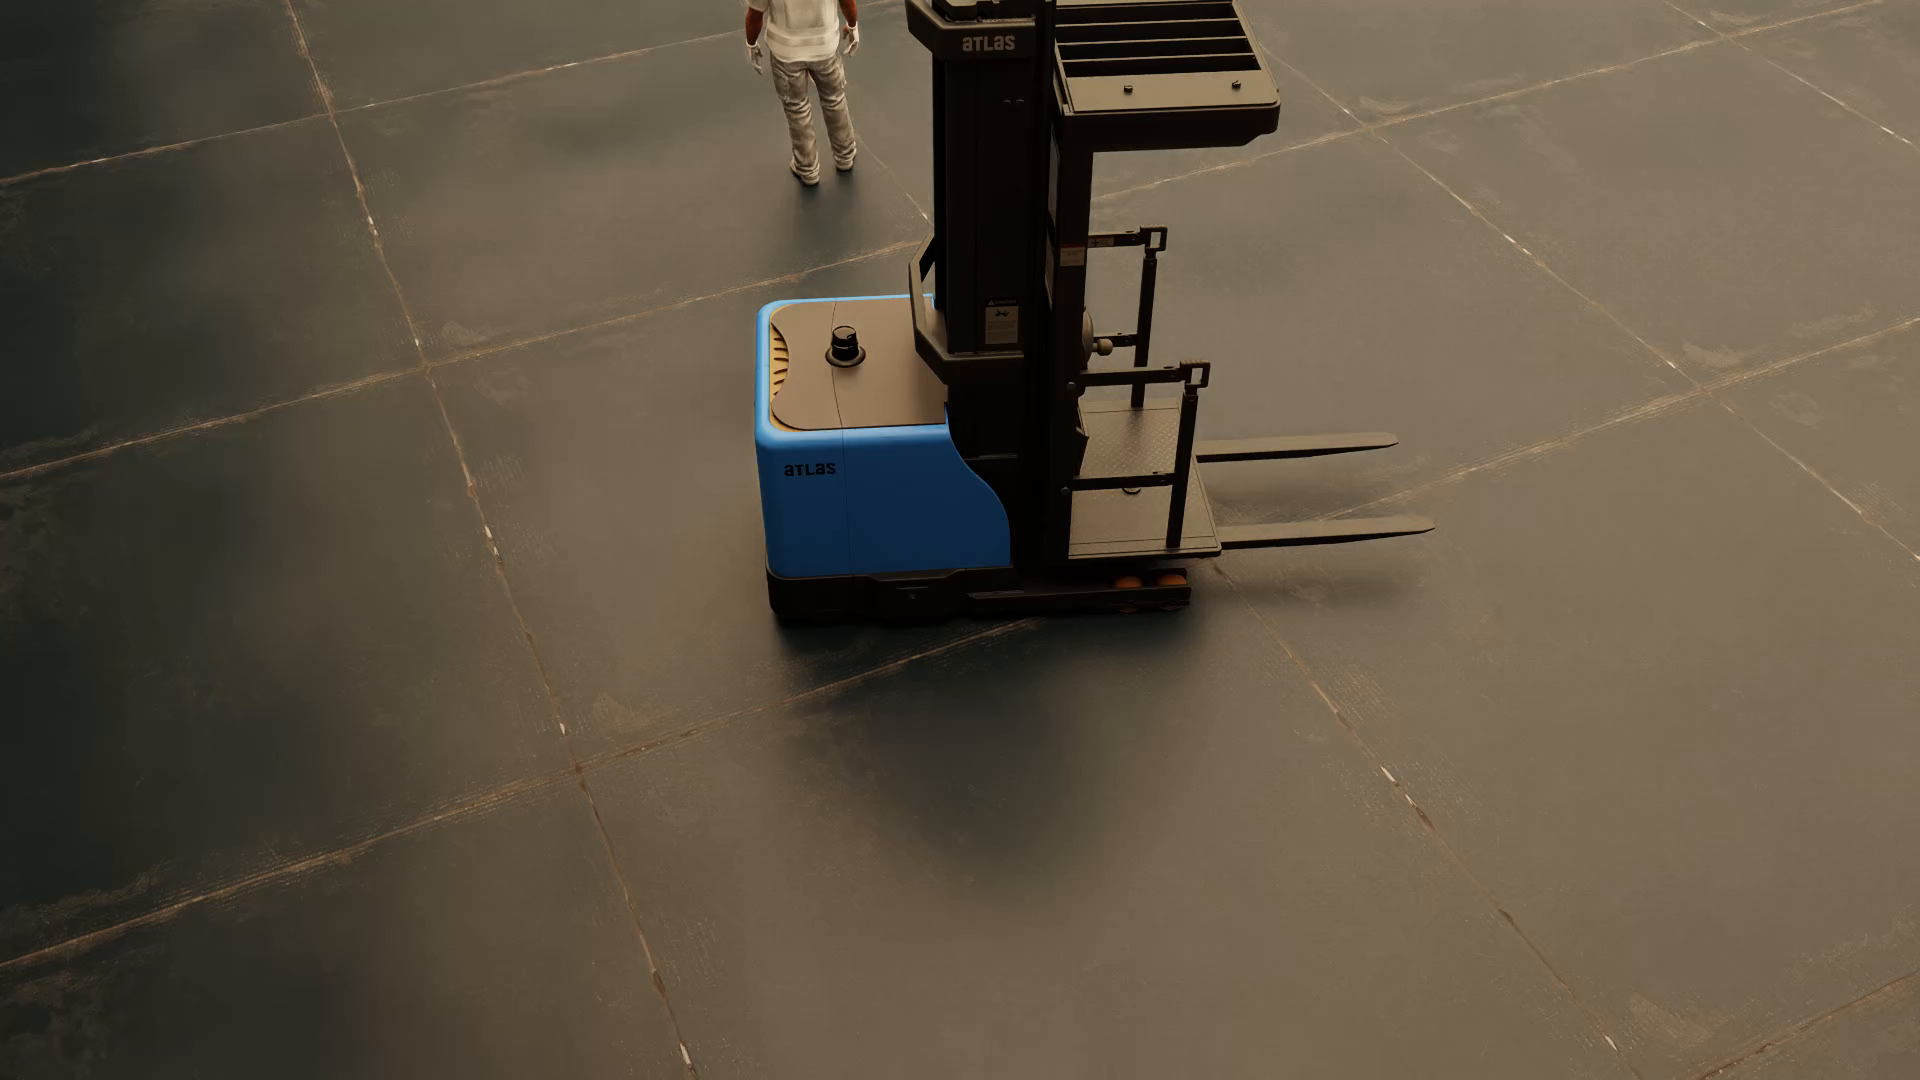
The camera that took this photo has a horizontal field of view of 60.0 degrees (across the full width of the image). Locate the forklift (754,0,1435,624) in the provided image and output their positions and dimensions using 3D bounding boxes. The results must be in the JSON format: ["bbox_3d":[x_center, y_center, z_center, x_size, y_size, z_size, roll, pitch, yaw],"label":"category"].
[{"bbox_3d":[0.627,-1.106,6.866,3.031,2.935,1.130,-3,43,-3],"label":"forklift"}]

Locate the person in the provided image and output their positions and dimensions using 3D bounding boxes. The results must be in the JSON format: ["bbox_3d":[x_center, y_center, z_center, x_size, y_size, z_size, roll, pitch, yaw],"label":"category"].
[{"bbox_3d":[-0.916,-2.901,9.620,0.656,1.784,0.575,-10,44,-10],"label":"person"}]
